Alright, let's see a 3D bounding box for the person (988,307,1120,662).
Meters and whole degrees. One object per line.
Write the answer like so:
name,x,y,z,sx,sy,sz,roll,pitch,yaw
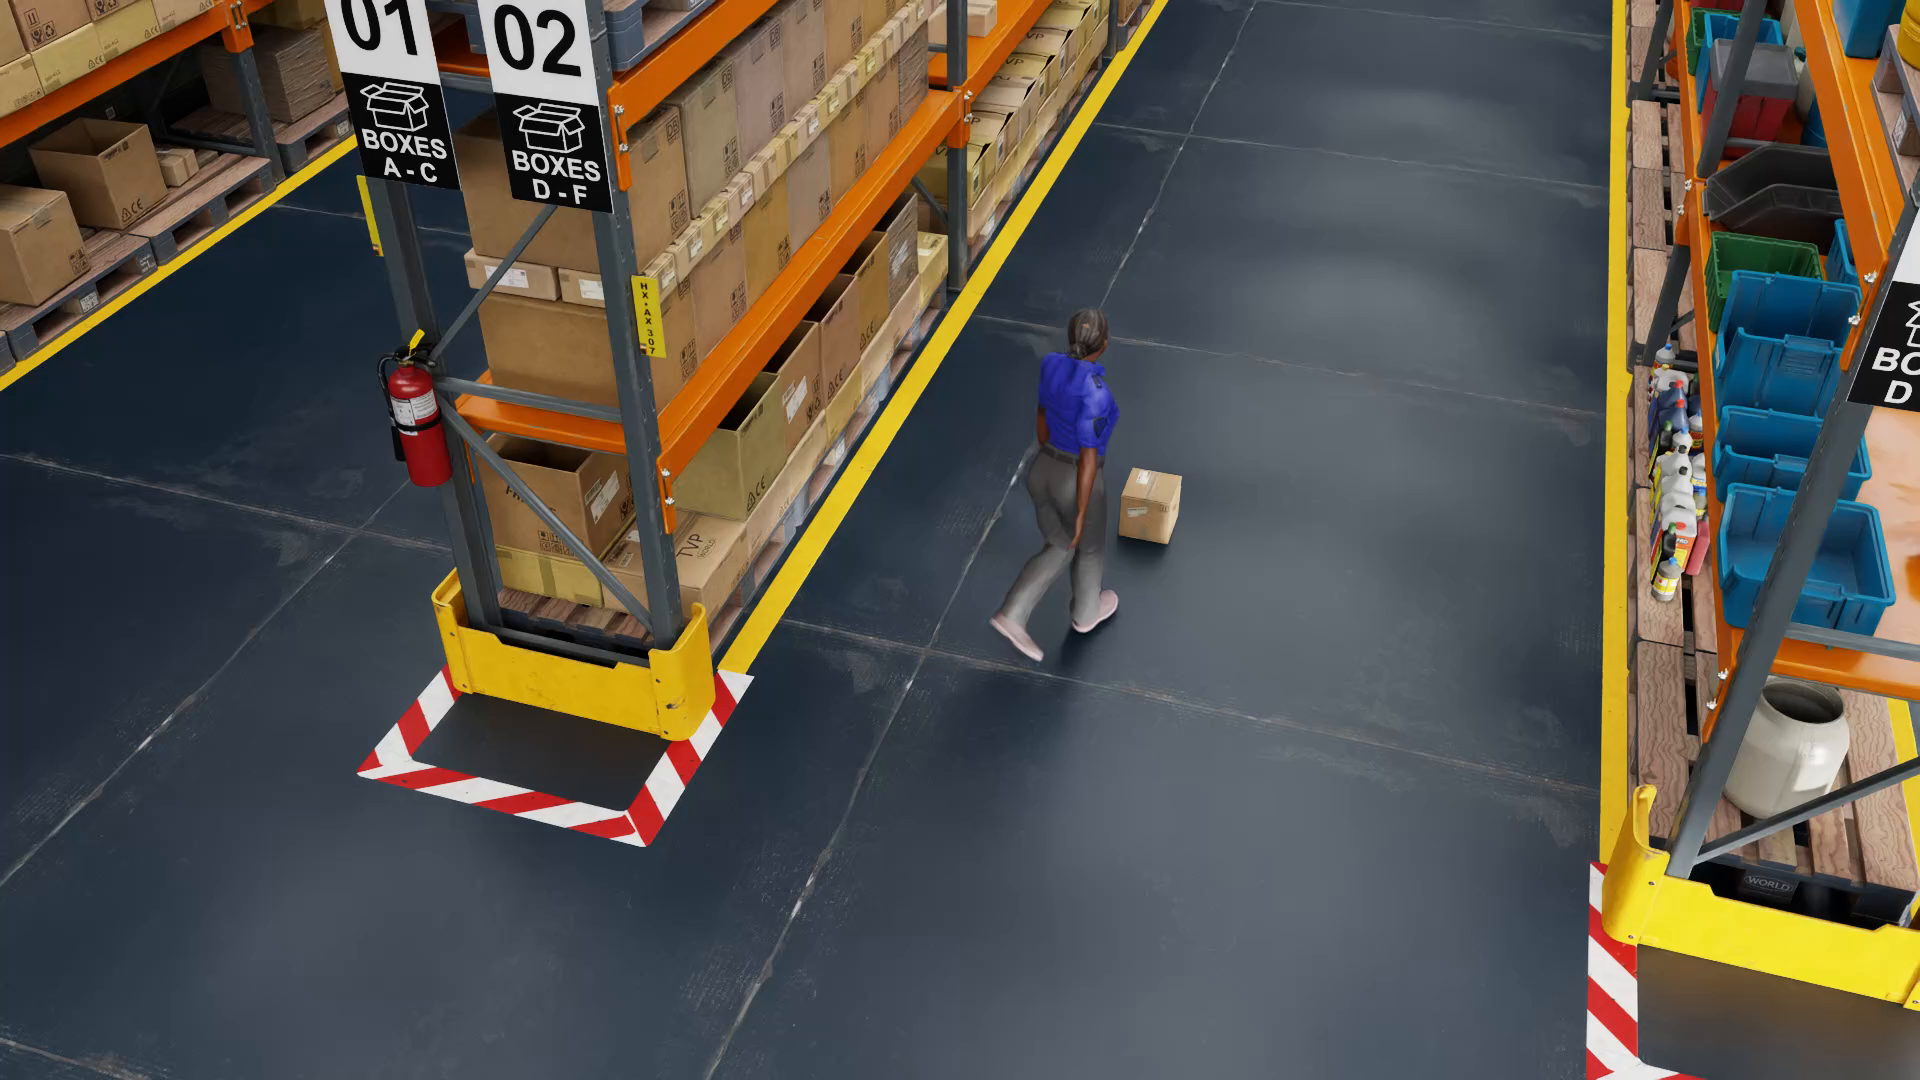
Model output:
person,0.416,-0.226,7.198,0.758,1.618,0.529,-24,43,-28
